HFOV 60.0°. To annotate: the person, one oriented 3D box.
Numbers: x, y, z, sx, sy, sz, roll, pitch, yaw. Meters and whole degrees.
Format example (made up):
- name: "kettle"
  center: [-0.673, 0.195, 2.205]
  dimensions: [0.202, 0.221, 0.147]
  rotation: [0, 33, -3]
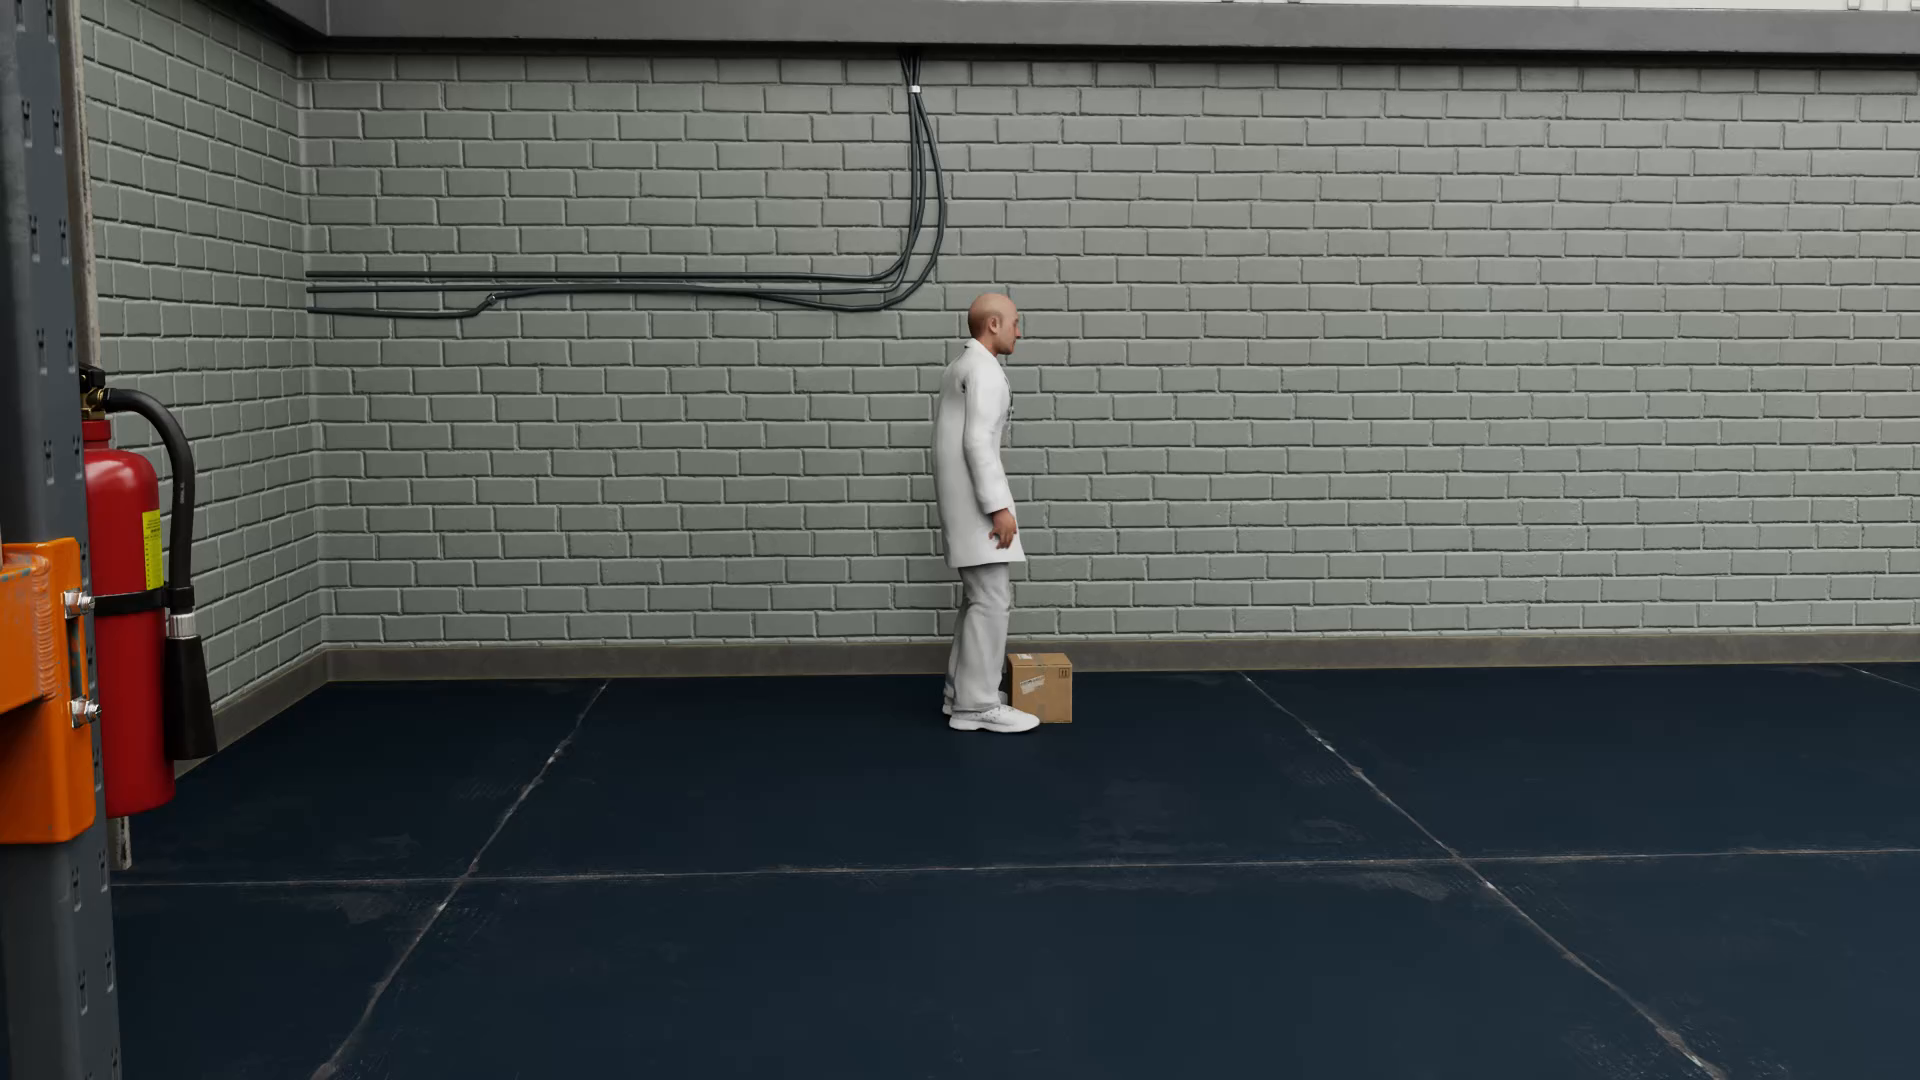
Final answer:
- name: "person"
  center: [0.093, -0.129, 6.897]
  dimensions: [0.422, 1.775, 0.655]
  rotation: [-1, 7, -6]
